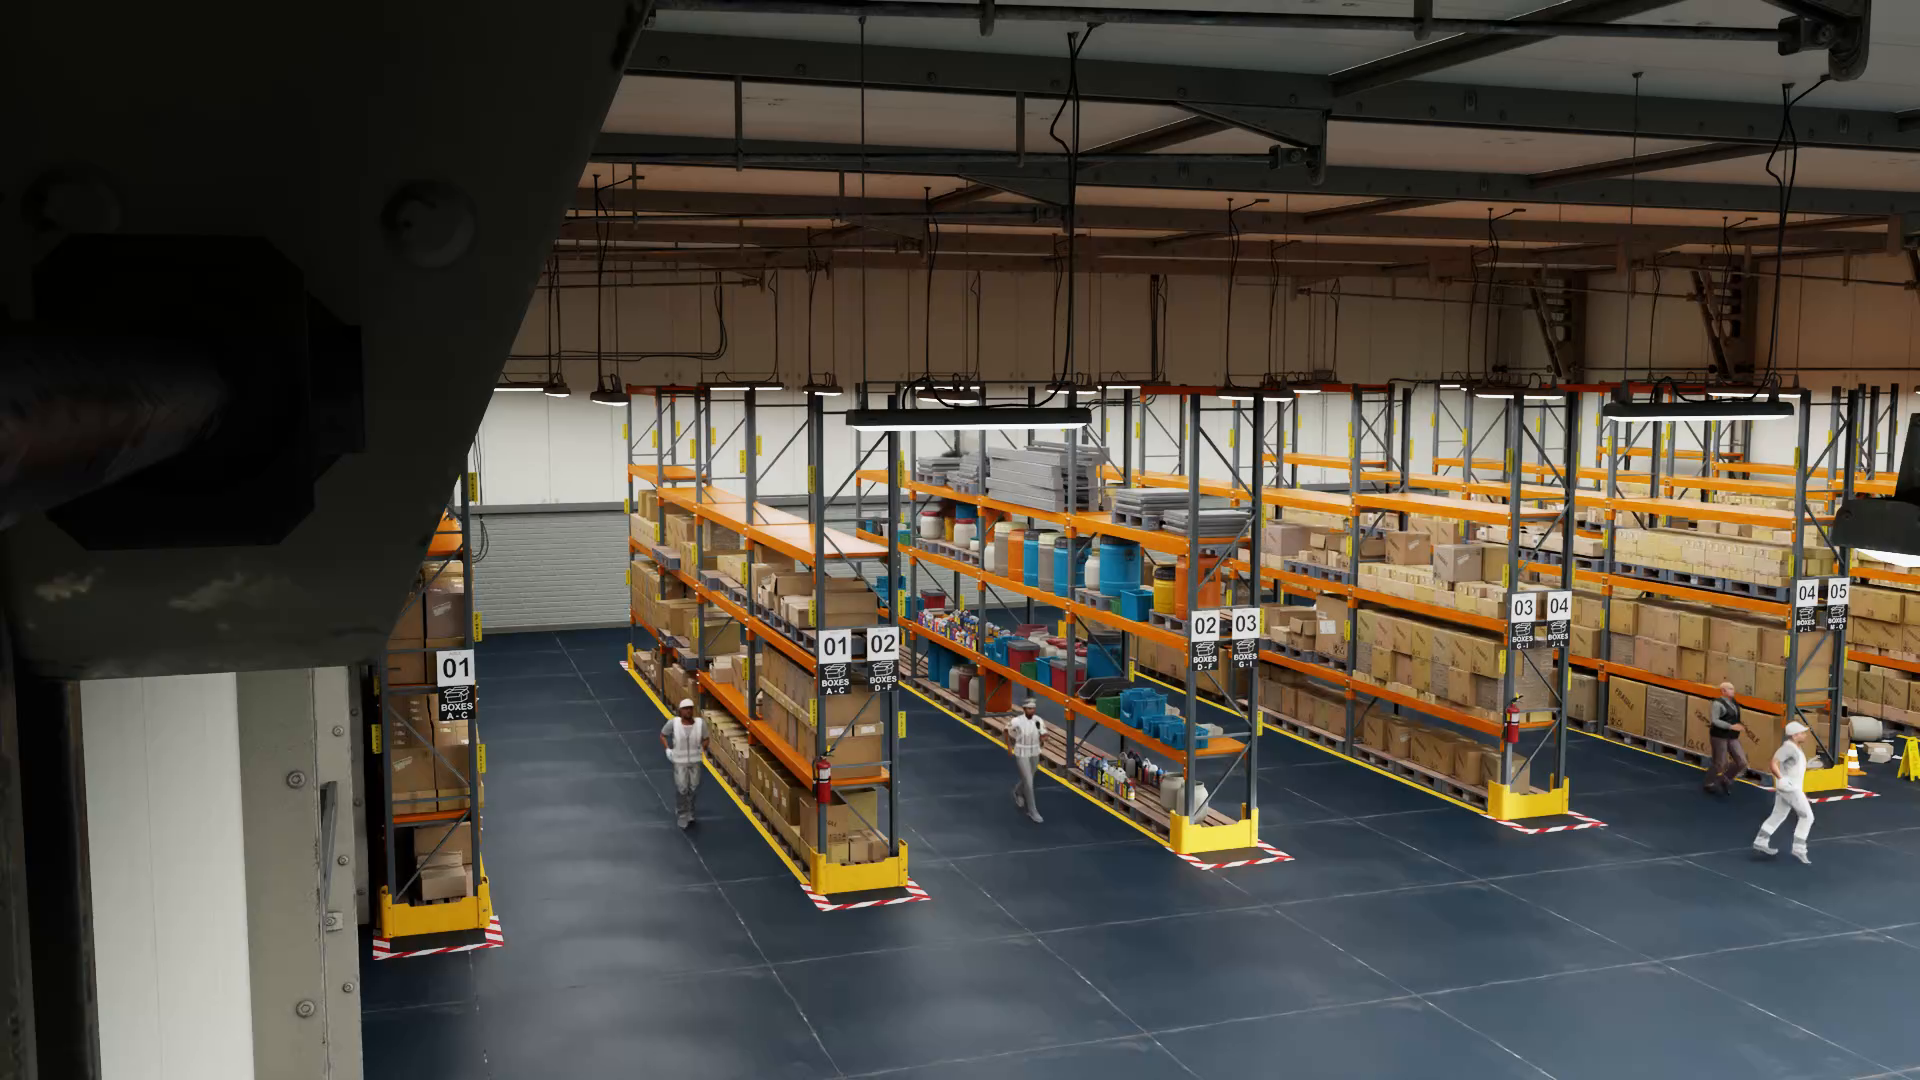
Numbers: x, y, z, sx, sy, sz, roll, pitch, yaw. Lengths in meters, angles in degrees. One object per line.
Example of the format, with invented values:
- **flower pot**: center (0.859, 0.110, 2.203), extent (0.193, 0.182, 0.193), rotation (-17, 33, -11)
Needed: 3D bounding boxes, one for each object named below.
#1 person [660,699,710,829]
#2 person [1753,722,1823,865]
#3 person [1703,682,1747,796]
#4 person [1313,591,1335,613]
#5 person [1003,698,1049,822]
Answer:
- **person**: center (-3.768, 3.099, 22.970), extent (0.660, 1.823, 0.629), rotation (-2, 6, -21)
- **person**: center (10.678, 3.246, 21.426), extent (0.782, 1.852, 0.616), rotation (2, 6, 18)
- **person**: center (11.338, 2.956, 24.565), extent (0.674, 1.734, 0.686), rotation (-3, 7, -28)
- **person**: center (7.695, 1.882, 34.471), extent (0.685, 1.809, 0.868), rotation (-2, 6, -18)
- **person**: center (0.945, 3.043, 23.473), extent (0.567, 1.697, 0.933), rotation (-3, 7, -26)
